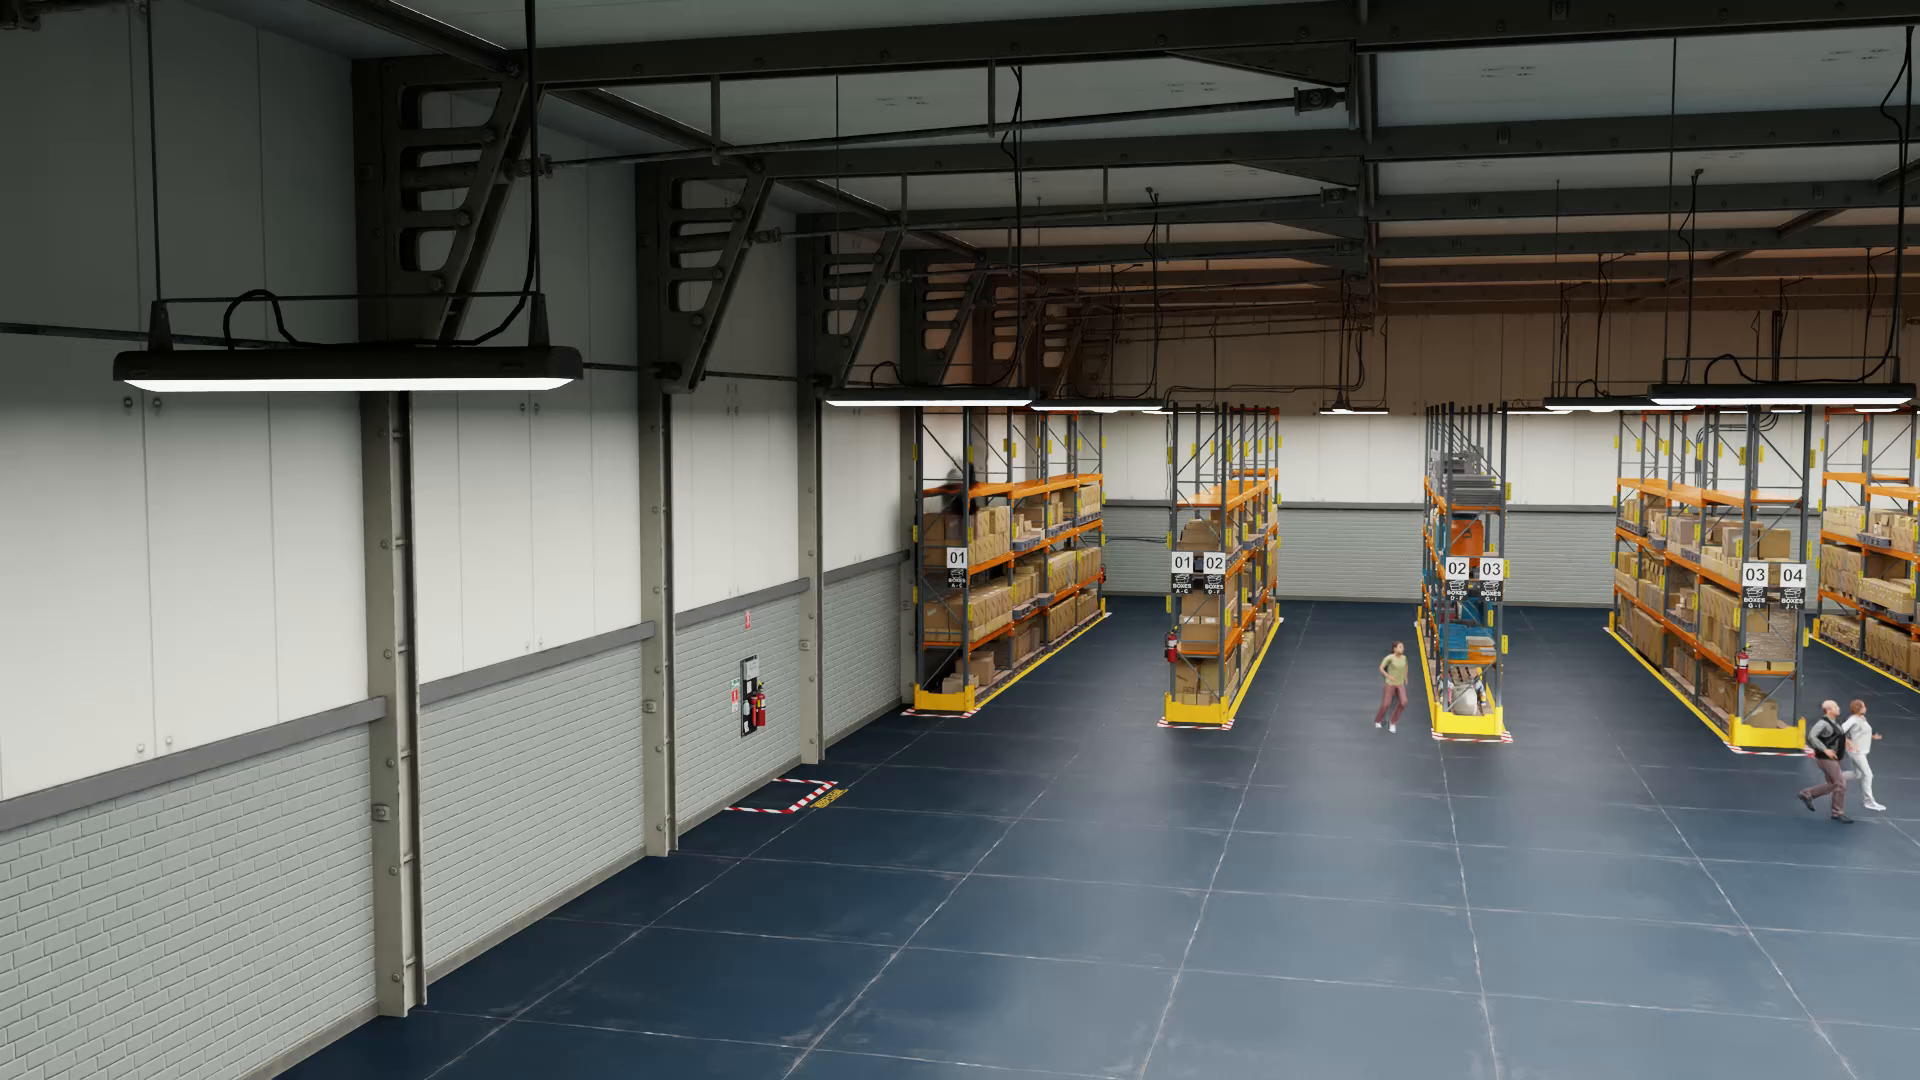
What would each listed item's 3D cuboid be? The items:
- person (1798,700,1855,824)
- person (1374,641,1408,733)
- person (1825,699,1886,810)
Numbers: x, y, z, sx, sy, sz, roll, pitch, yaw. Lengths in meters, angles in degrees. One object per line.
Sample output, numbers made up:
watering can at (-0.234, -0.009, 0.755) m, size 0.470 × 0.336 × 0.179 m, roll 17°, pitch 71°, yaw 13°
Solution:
person at (12.306, 3.125, 23.617) m, size 0.767 × 1.716 × 0.669 m, roll 4°, pitch 6°, yaw 42°
person at (7.957, 2.664, 30.388) m, size 0.637 × 1.660 × 0.666 m, roll -1°, pitch 4°, yaw -12°
person at (13.133, 3.119, 24.381) m, size 0.864 × 1.575 × 0.545 m, roll 4°, pitch 6°, yaw 45°
